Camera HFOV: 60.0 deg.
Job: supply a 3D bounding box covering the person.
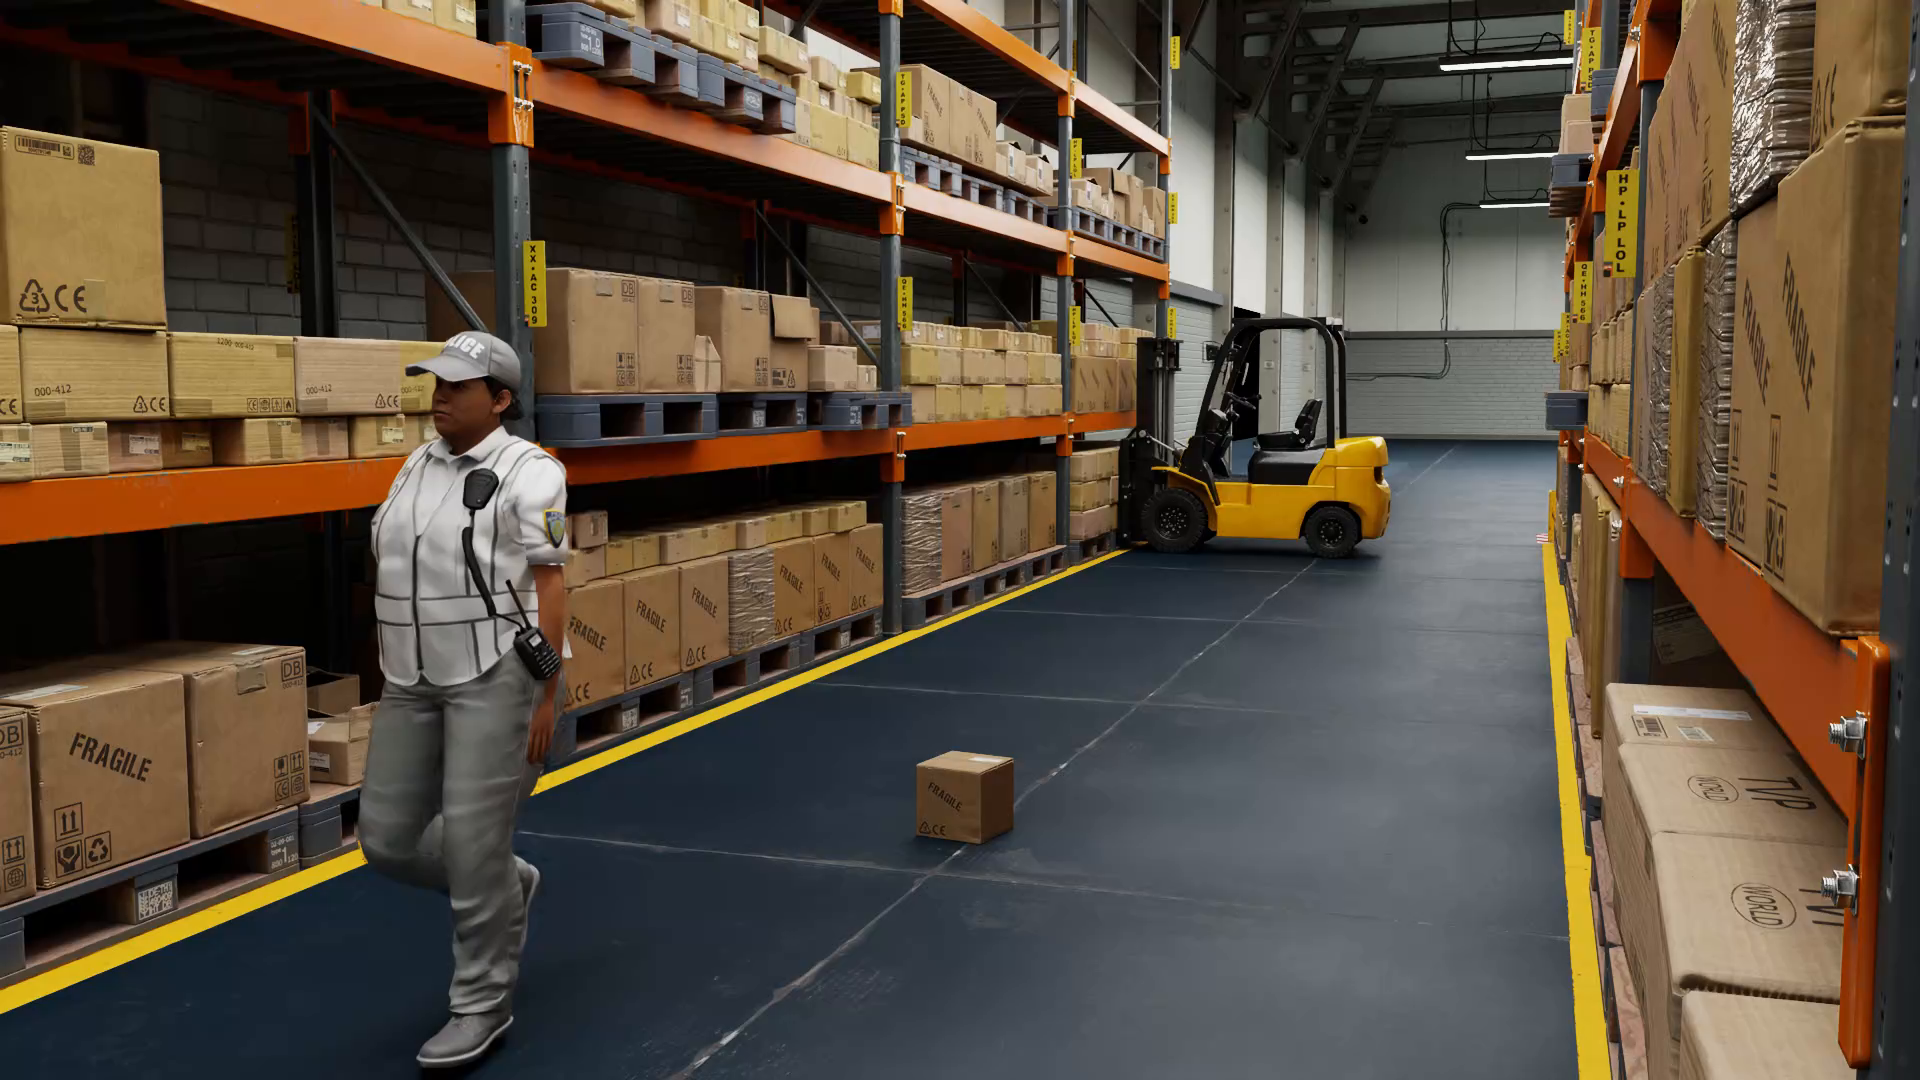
[{"bbox_3d":[-1.132,0.337,3.923,0.488,1.647,0.608,2,6,23],"label":"person"}]
